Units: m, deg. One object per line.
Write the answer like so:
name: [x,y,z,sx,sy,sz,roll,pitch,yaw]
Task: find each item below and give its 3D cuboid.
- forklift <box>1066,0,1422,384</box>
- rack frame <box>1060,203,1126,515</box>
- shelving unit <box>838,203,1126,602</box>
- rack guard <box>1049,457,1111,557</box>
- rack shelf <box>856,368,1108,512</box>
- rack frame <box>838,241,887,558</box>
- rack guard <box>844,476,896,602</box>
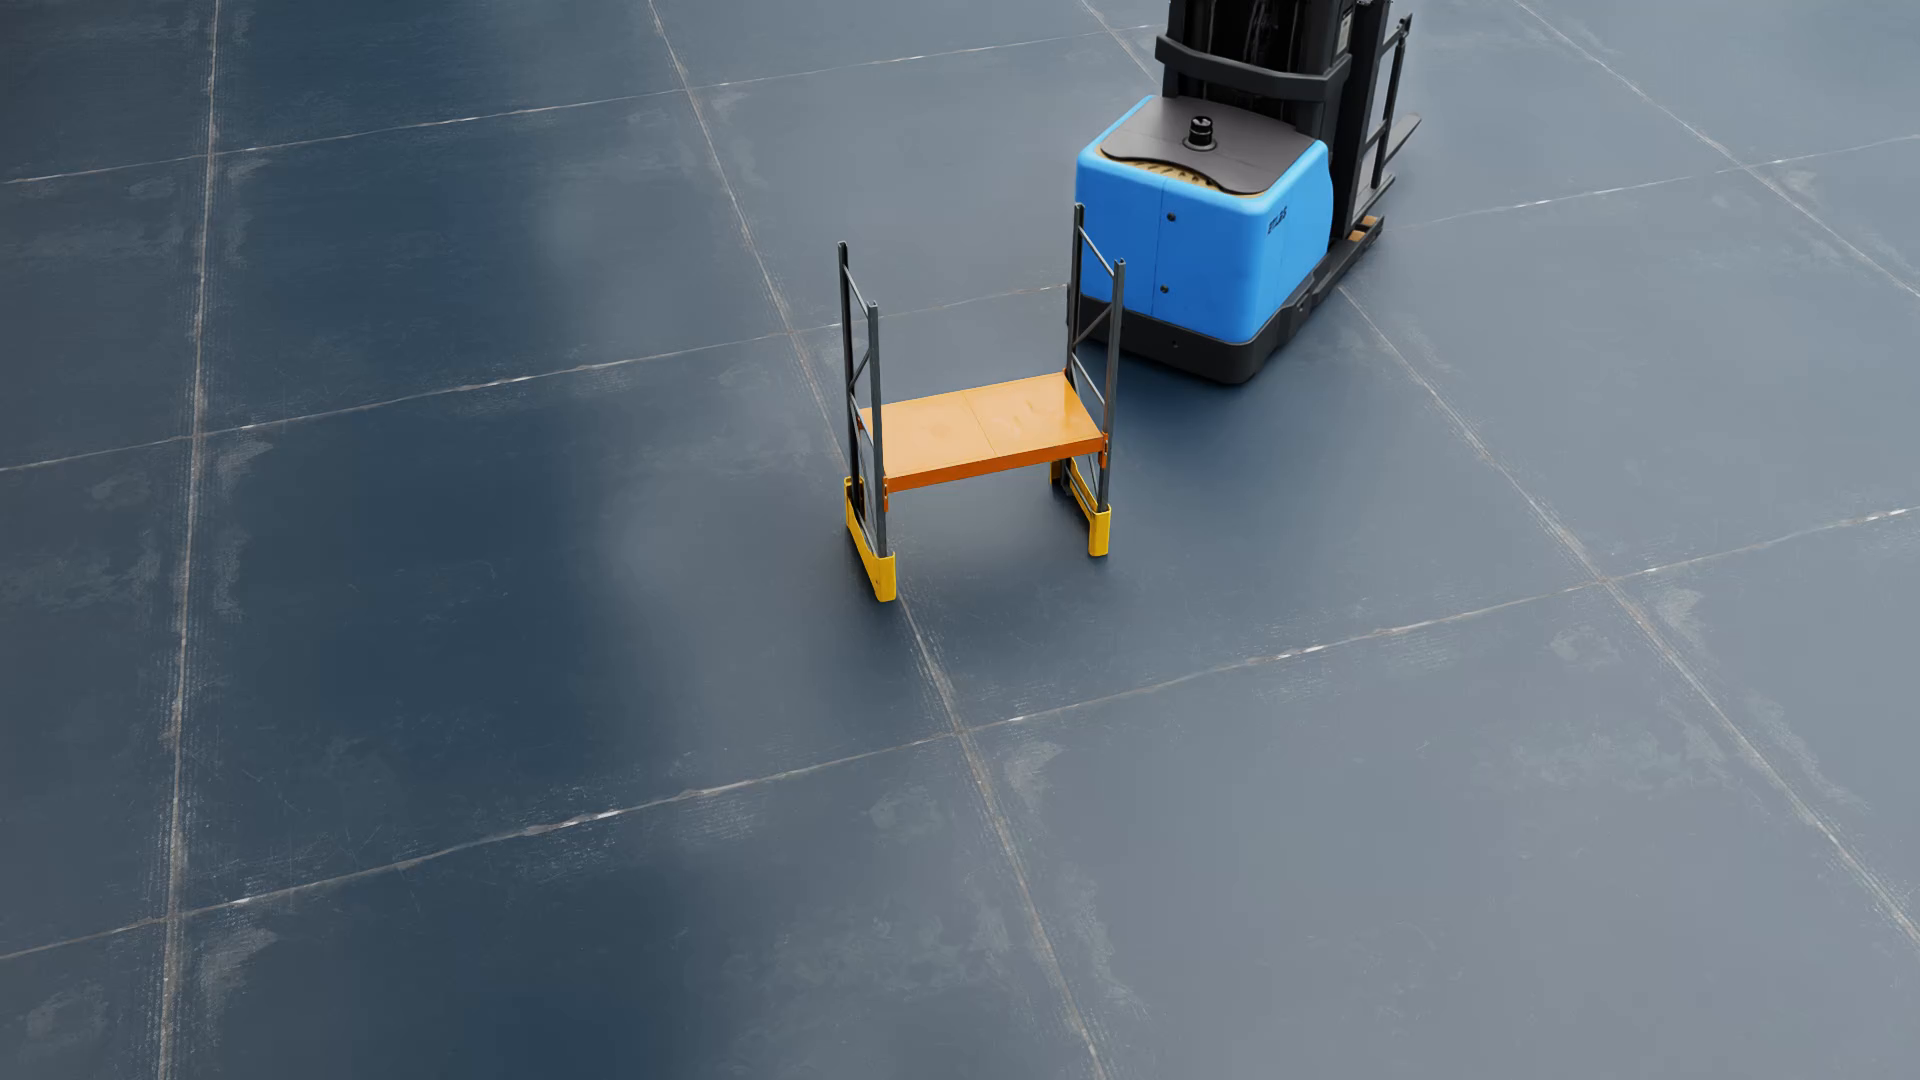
forklift: [1.767,-2.837,8.619,1.130,2.935,3.031,22,46,24]
rack frame: [0.566,-0.682,7.240,0.032,1.500,0.500,-12,42,-13]
shelving unit: [0.073,-0.580,7.123,1.083,1.500,0.587,-12,42,-13]
rack guard: [0.548,-0.208,7.647,0.087,0.250,0.587,-12,42,-13]
rack shelf: [0.081,-0.446,7.244,1.000,0.185,0.538,-12,42,-13]
rack frame: [-0.404,-0.481,7.010,0.032,1.500,0.500,-12,42,-13]
rack guard: [-0.402,-0.011,7.422,0.087,0.250,0.587,-12,42,-13]
